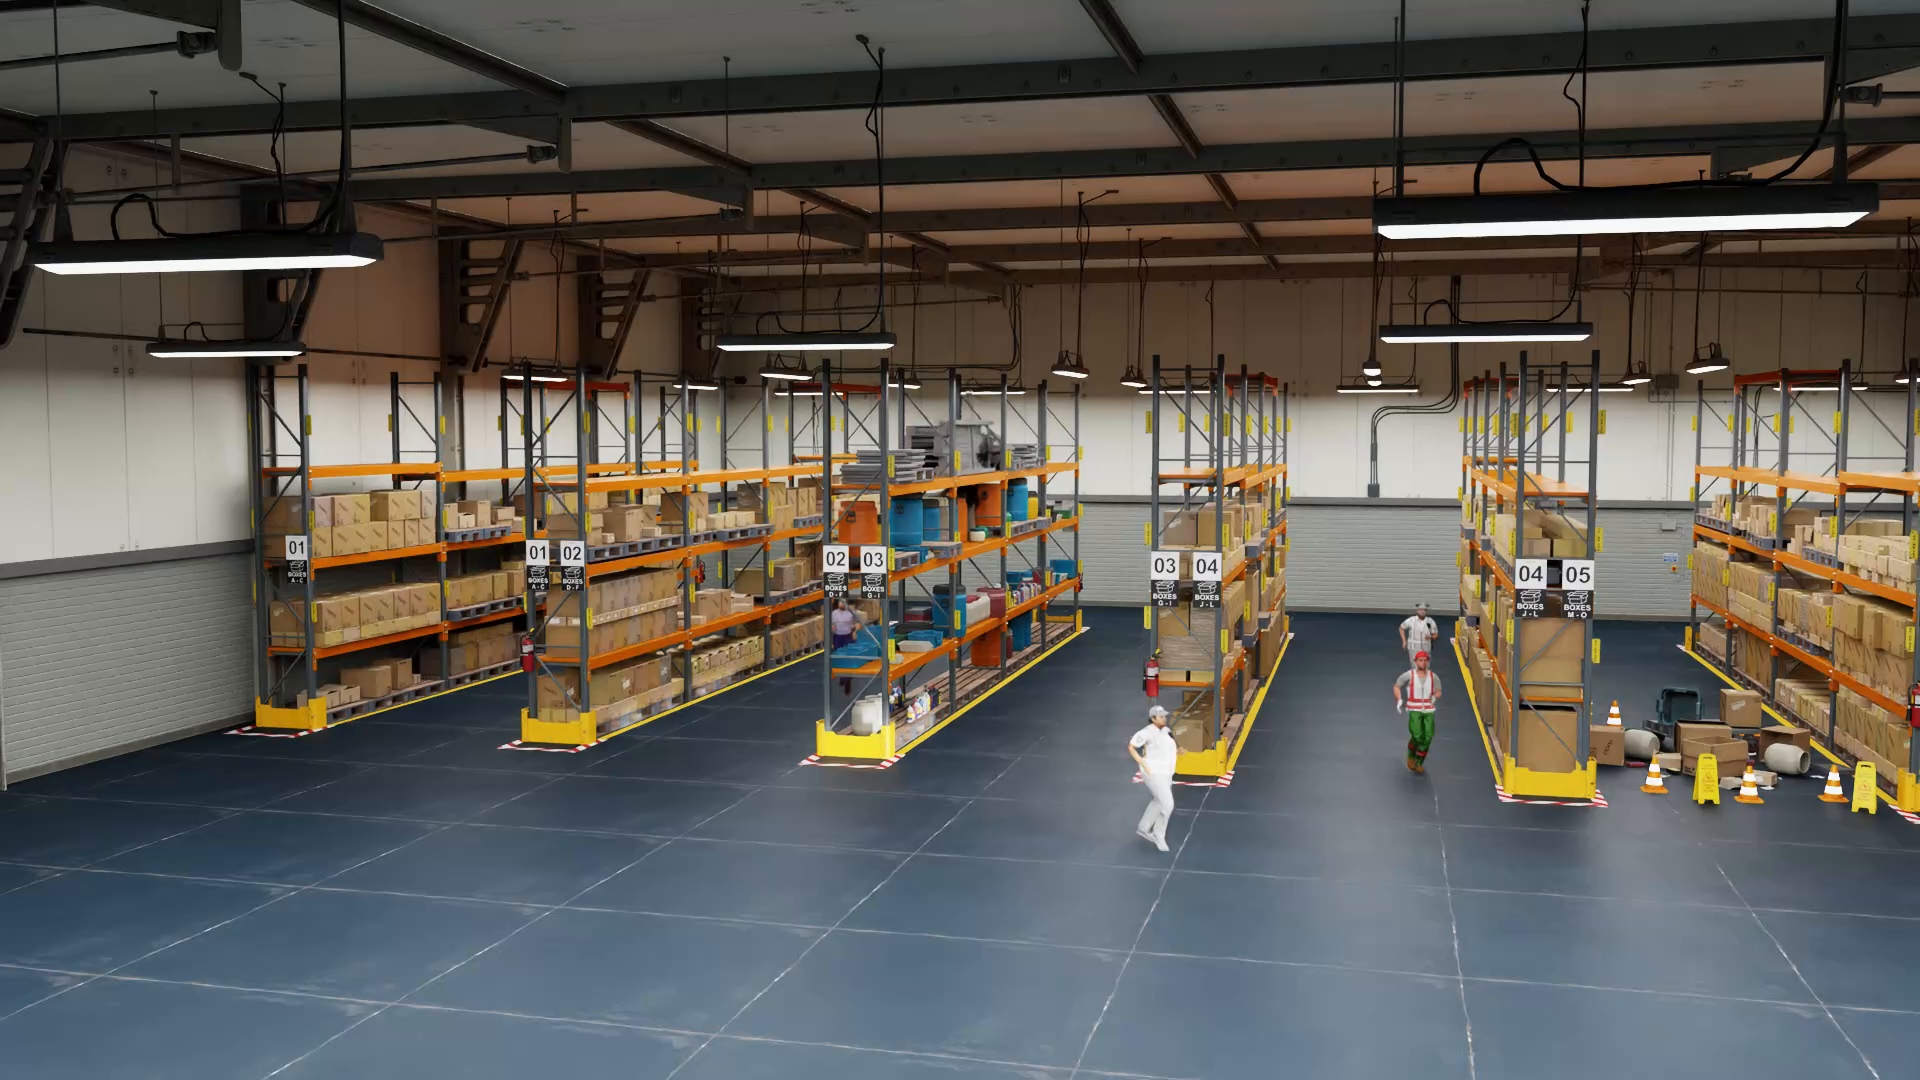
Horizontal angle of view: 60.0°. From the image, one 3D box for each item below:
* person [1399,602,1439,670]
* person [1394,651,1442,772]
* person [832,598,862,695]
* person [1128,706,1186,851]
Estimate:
[{"bbox_3d":[8.441,2.019,30.491,0.652,1.773,0.653,0,4,2],"label":"person"},{"bbox_3d":[6.610,2.472,23.847,0.641,1.739,0.589,0,4,0],"label":"person"},{"bbox_3d":[-2.089,1.882,29.748,0.583,1.746,0.648,1,4,10],"label":"person"},{"bbox_3d":[2.363,2.823,19.732,0.674,1.718,0.582,3,5,39],"label":"person"}]
